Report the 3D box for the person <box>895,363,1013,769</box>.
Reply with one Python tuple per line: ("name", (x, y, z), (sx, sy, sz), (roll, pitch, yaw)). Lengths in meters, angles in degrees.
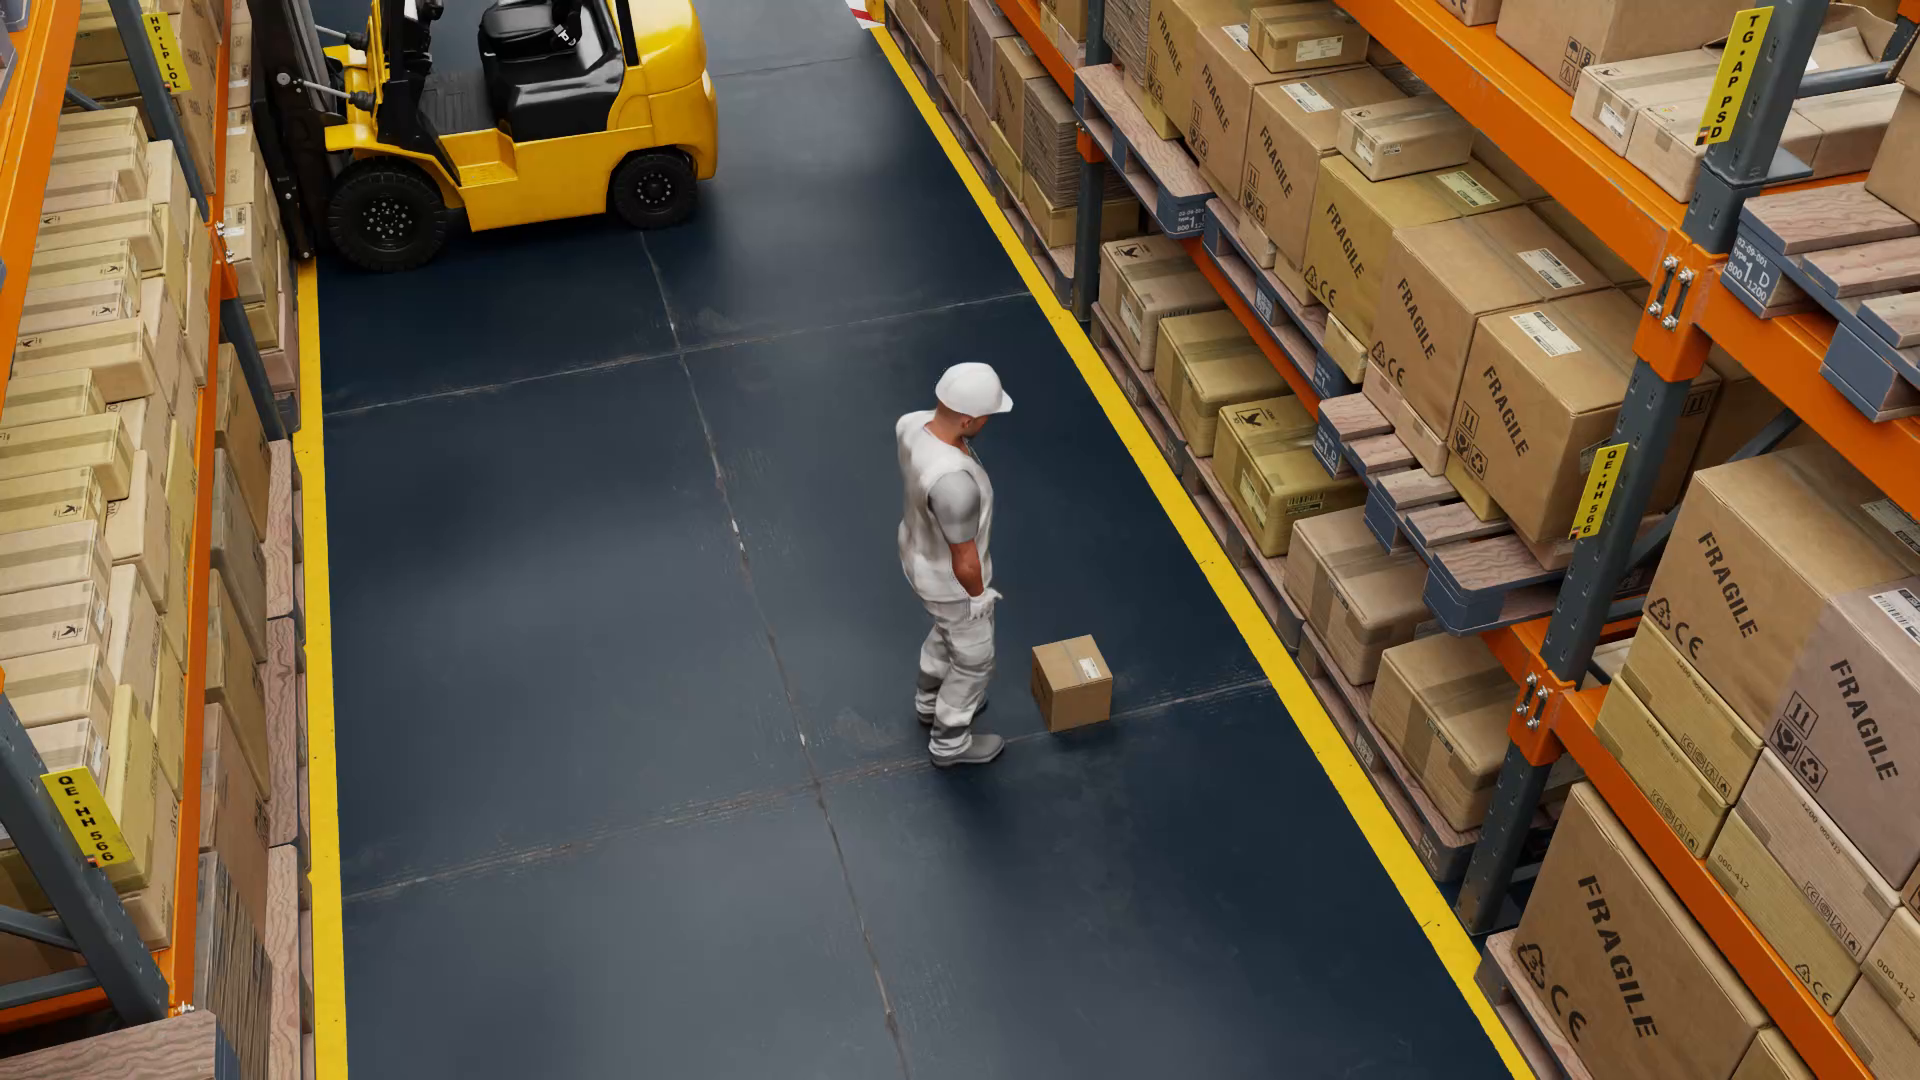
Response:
("person", (-0.014, 0.092, 6.059), (0.400, 1.763, 0.534), (-11, 43, -12))
